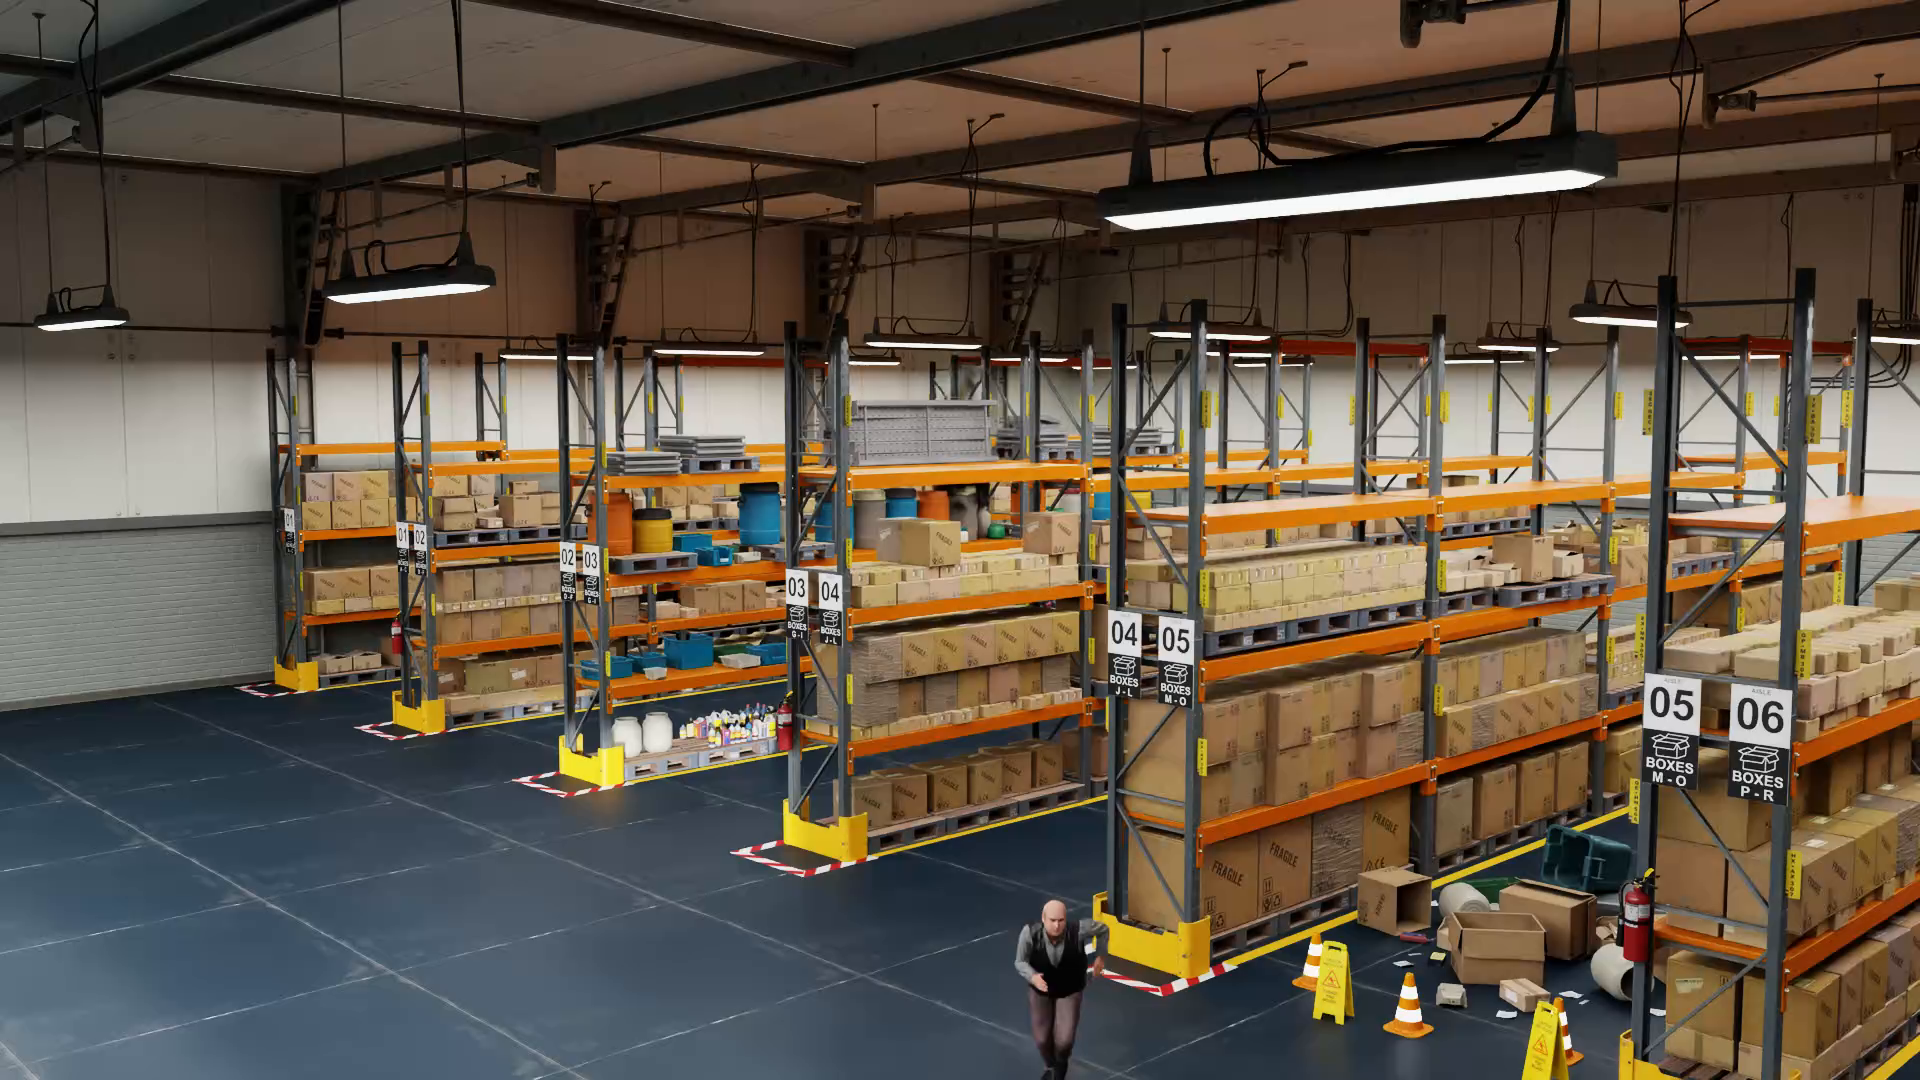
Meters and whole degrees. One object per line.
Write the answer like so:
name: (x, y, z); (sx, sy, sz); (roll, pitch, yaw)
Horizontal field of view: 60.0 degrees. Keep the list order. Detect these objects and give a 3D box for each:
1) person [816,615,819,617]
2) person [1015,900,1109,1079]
person: (-2.913, 1.275, 35.290); (0.658, 1.686, 0.566); (5, 7, 45)
person: (0.747, 3.331, 12.180); (0.685, 1.551, 0.886); (0, 5, 5)
